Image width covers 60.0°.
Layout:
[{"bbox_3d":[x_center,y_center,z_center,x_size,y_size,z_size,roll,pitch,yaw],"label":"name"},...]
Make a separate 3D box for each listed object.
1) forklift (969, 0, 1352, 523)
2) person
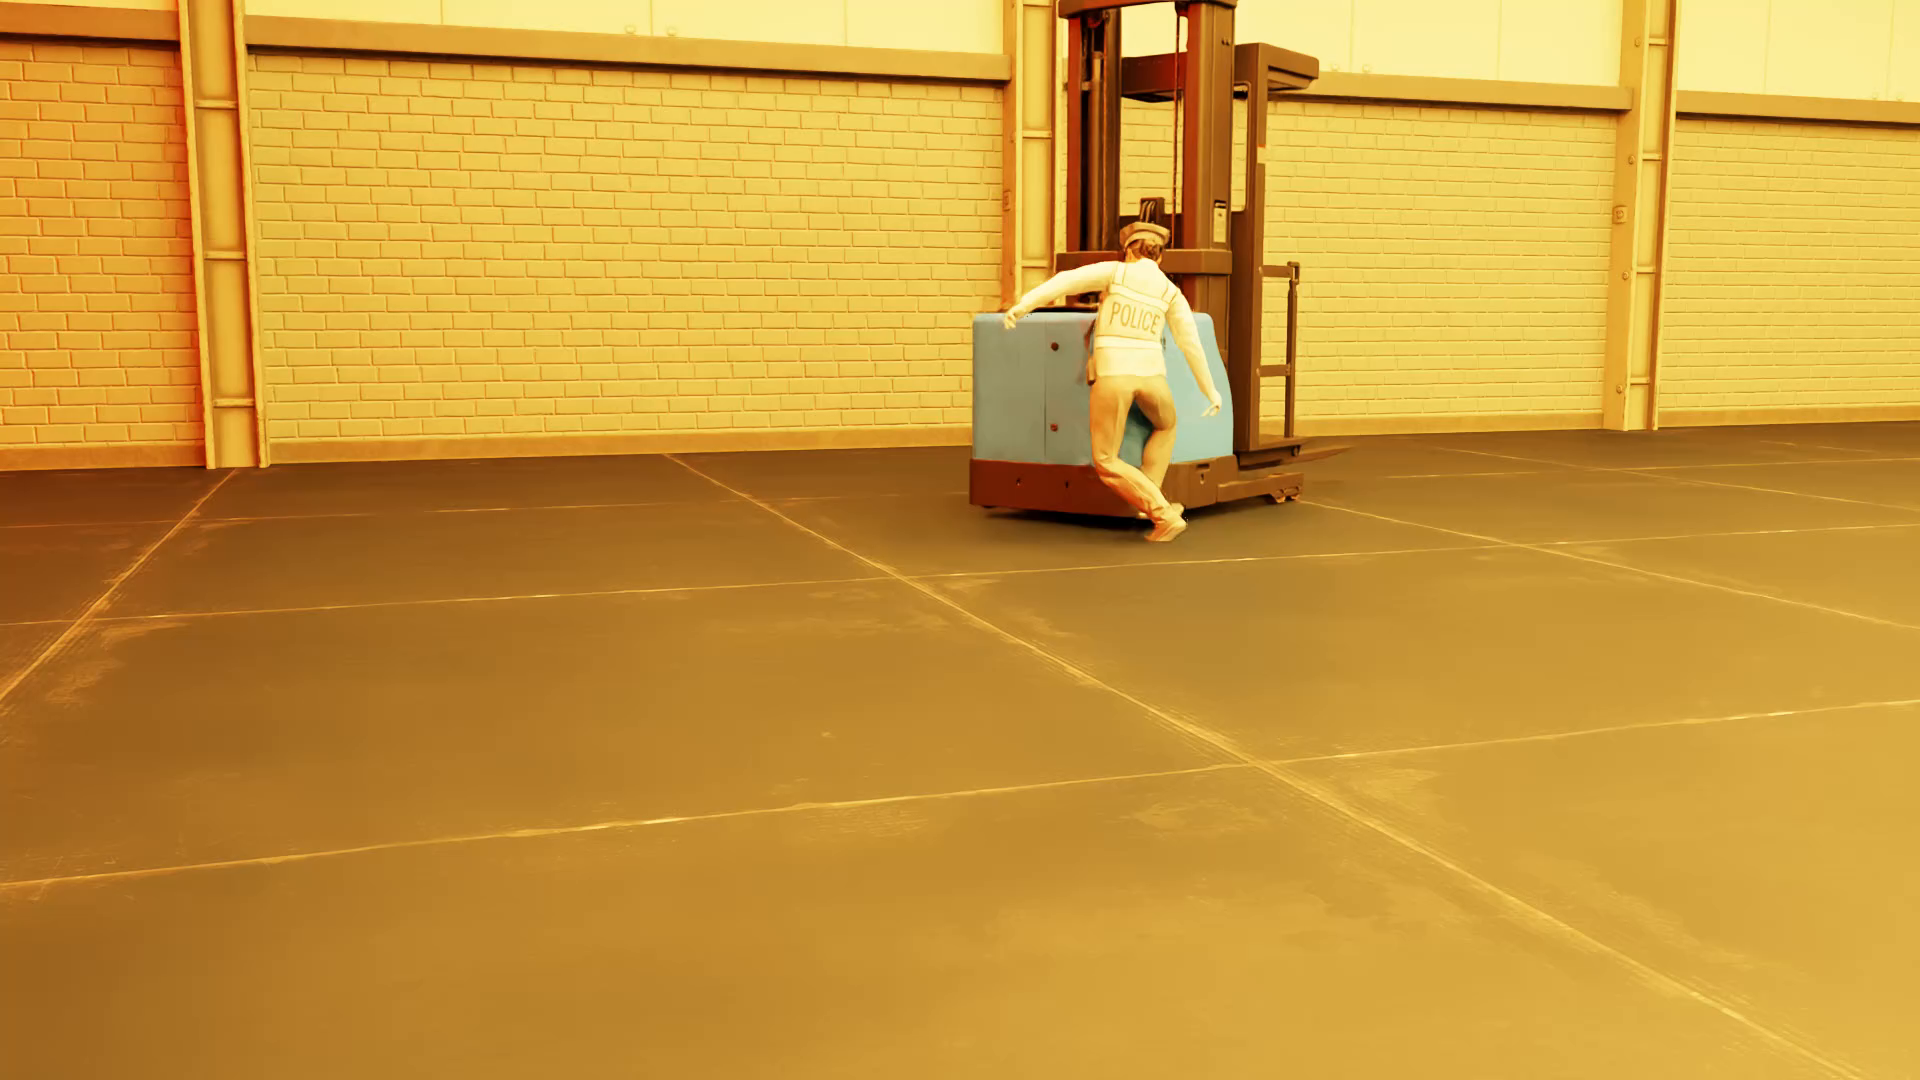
[{"bbox_3d":[1.339,-1.693,9.500,1.130,2.935,3.031,6,10,37],"label":"forklift"},{"bbox_3d":[0.722,-0.740,7.947,1.108,1.547,0.623,-2,8,-12],"label":"person"}]
